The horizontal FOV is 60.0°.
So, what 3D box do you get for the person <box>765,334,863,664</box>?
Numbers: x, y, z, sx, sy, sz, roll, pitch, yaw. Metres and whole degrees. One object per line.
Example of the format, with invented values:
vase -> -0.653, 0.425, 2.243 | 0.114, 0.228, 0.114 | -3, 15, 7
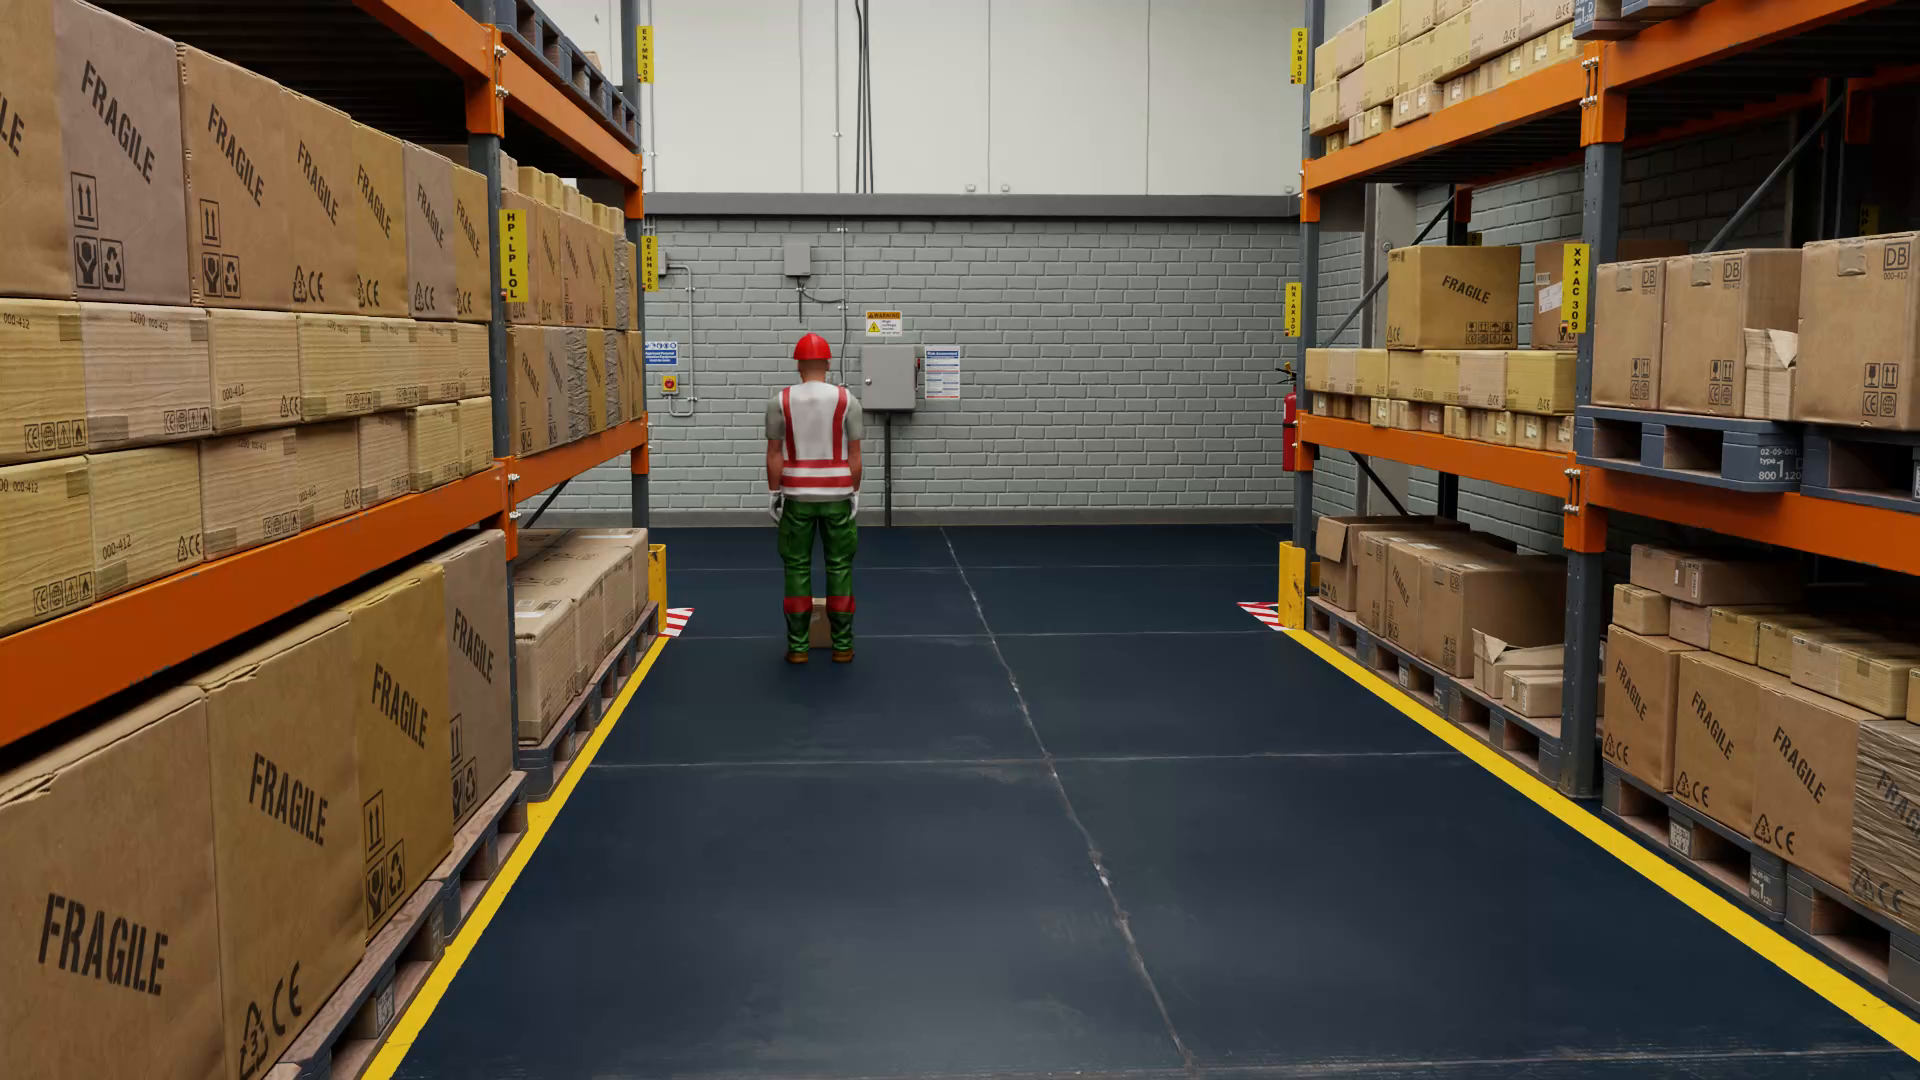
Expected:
person -> -0.790, -0.226, 9.063 | 0.526, 1.781, 0.346 | -1, 7, -4
